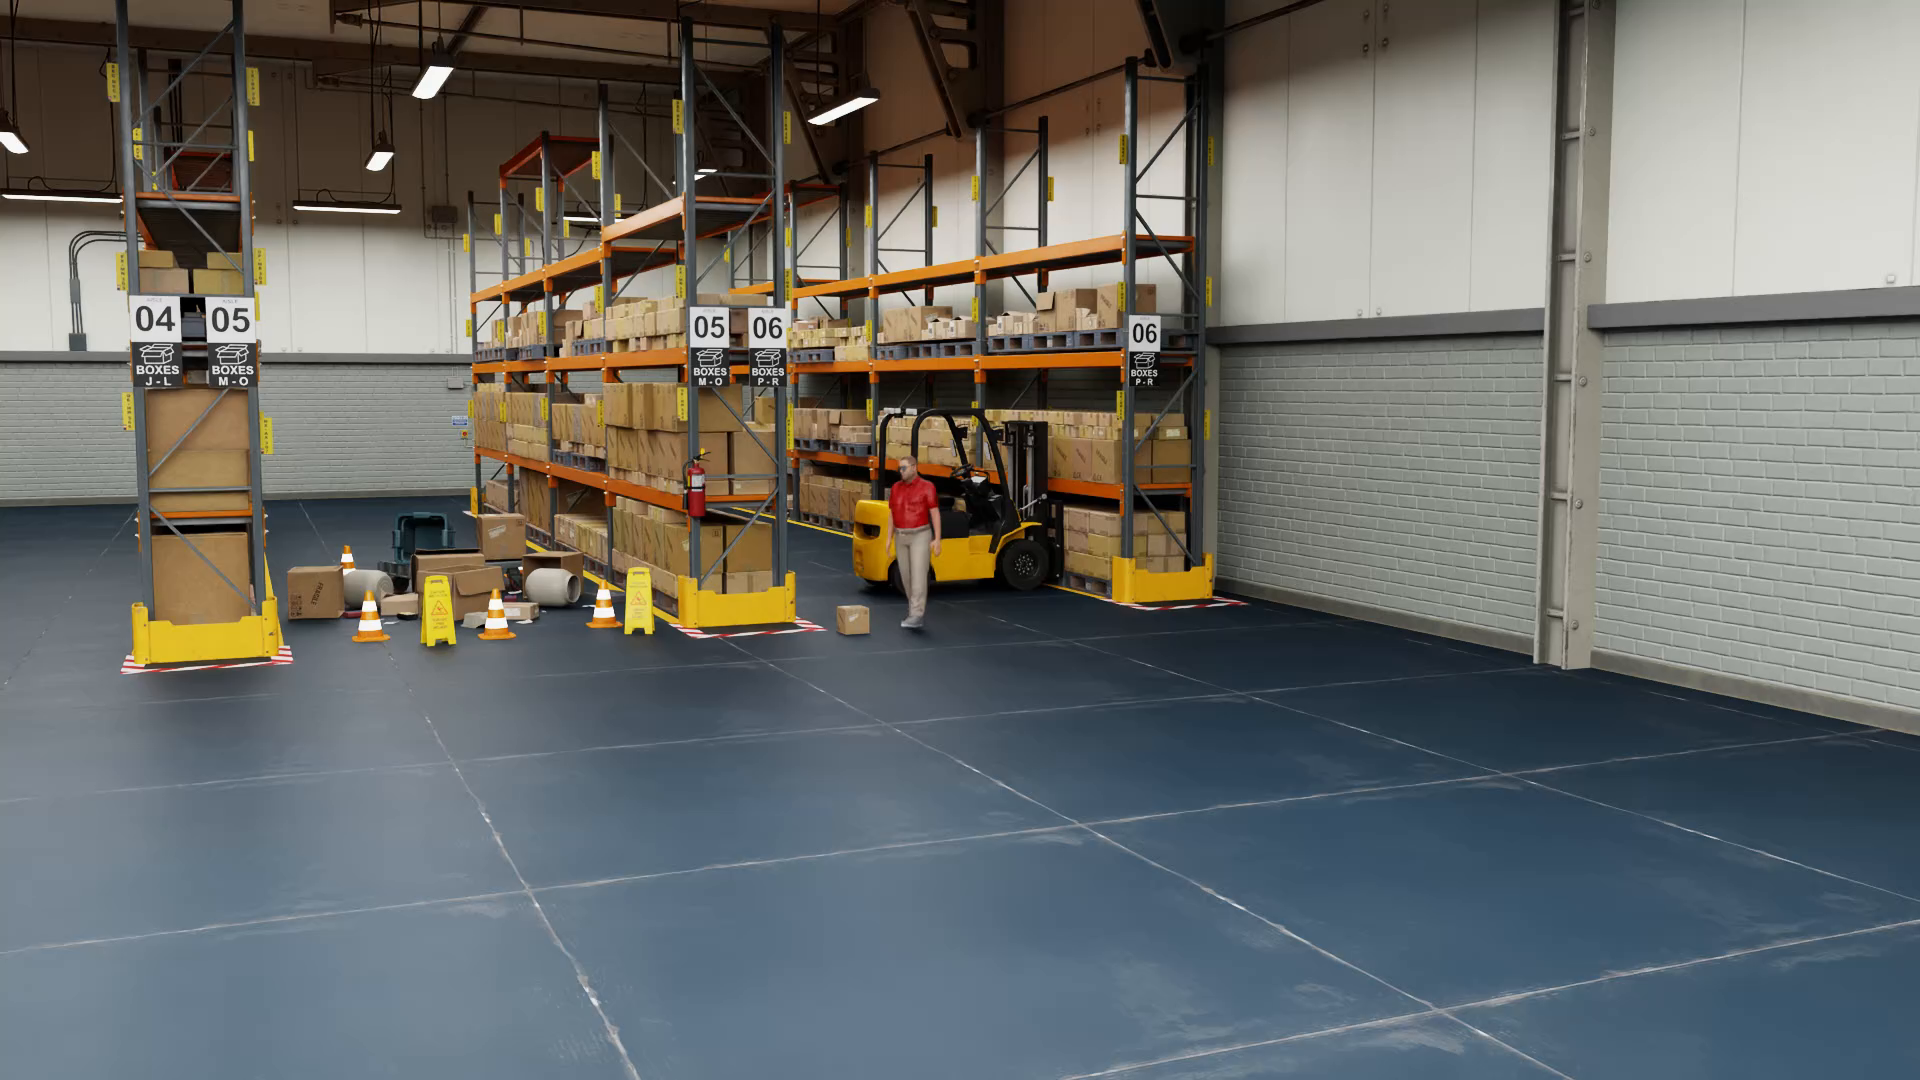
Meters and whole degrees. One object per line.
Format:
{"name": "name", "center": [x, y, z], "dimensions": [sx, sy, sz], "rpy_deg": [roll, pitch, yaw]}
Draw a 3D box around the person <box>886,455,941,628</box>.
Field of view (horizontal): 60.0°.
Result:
{"name": "person", "center": [-0.538, 0.018, 16.531], "dimensions": [0.575, 1.708, 0.737], "rpy_deg": [3, 6, 30]}
